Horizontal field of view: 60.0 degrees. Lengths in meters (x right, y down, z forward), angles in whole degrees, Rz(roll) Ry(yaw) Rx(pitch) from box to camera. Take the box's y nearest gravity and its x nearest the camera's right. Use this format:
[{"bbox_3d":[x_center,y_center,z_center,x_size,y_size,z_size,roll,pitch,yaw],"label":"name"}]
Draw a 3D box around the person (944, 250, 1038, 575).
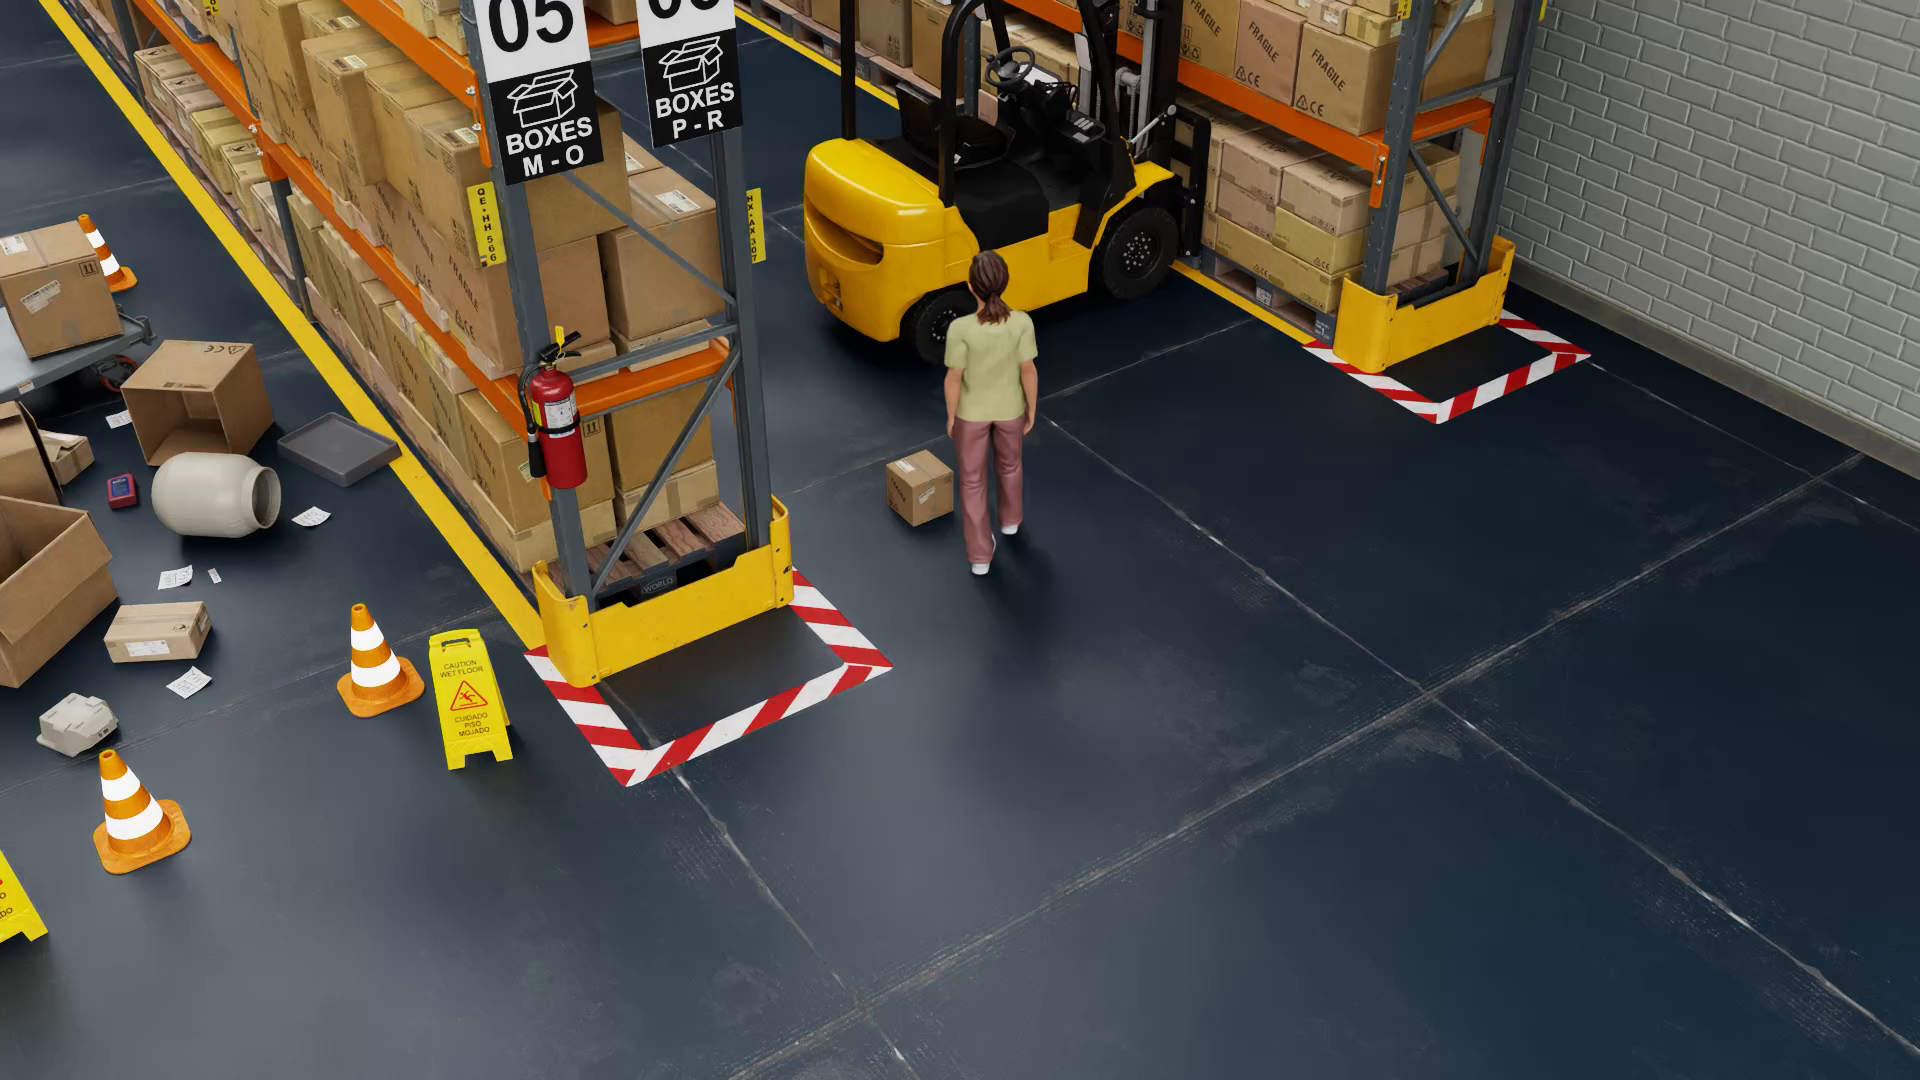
[{"bbox_3d":[0.118,-0.656,7.882,0.464,1.670,0.599,-8,37,-10],"label":"person"}]
